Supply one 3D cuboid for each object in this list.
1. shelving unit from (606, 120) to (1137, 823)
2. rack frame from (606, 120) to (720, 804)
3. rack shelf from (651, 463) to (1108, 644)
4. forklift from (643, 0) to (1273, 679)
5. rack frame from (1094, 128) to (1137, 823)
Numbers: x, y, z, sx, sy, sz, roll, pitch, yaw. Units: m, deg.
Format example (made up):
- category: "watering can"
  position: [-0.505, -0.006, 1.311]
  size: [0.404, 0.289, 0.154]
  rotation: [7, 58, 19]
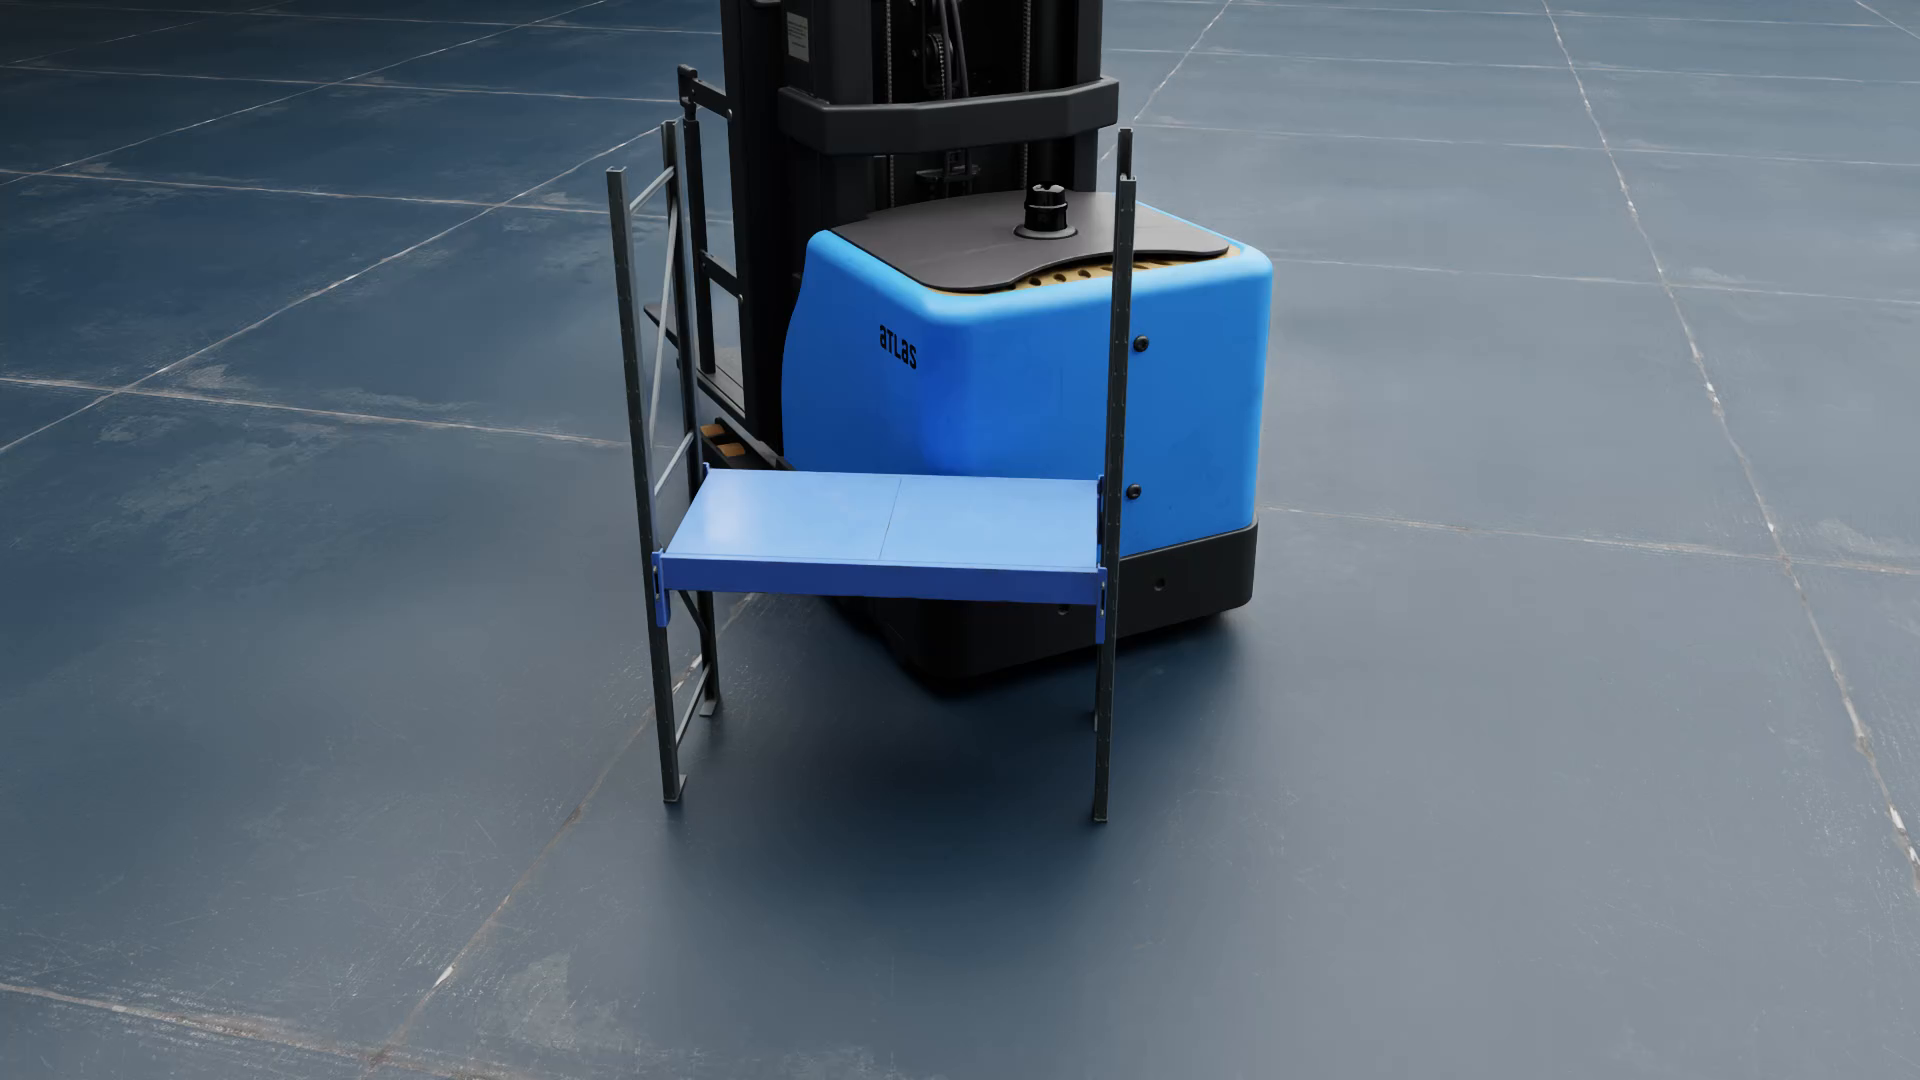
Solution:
- category: "shelving unit"
  position: [-0.161, -0.144, 3.806]
  size: [1.048, 1.500, 0.538]
  rotation: [2, 26, 4]
- category: "rack frame"
  position: [-0.668, -0.160, 3.842]
  size: [0.032, 1.500, 0.500]
  rotation: [2, 26, 4]
- category: "rack shelf"
  position: [-0.161, 0.019, 3.884]
  size: [1.000, 0.185, 0.538]
  rotation: [2, 26, 4]
- category: "forklift"
  position: [-0.287, -1.563, 5.123]
  size: [1.130, 2.935, 3.031]
  rotation: [-13, 28, -24]
- category: "rack frame"
  position: [0.346, -0.127, 3.771]
  size: [0.032, 1.500, 0.500]
  rotation: [2, 26, 4]
